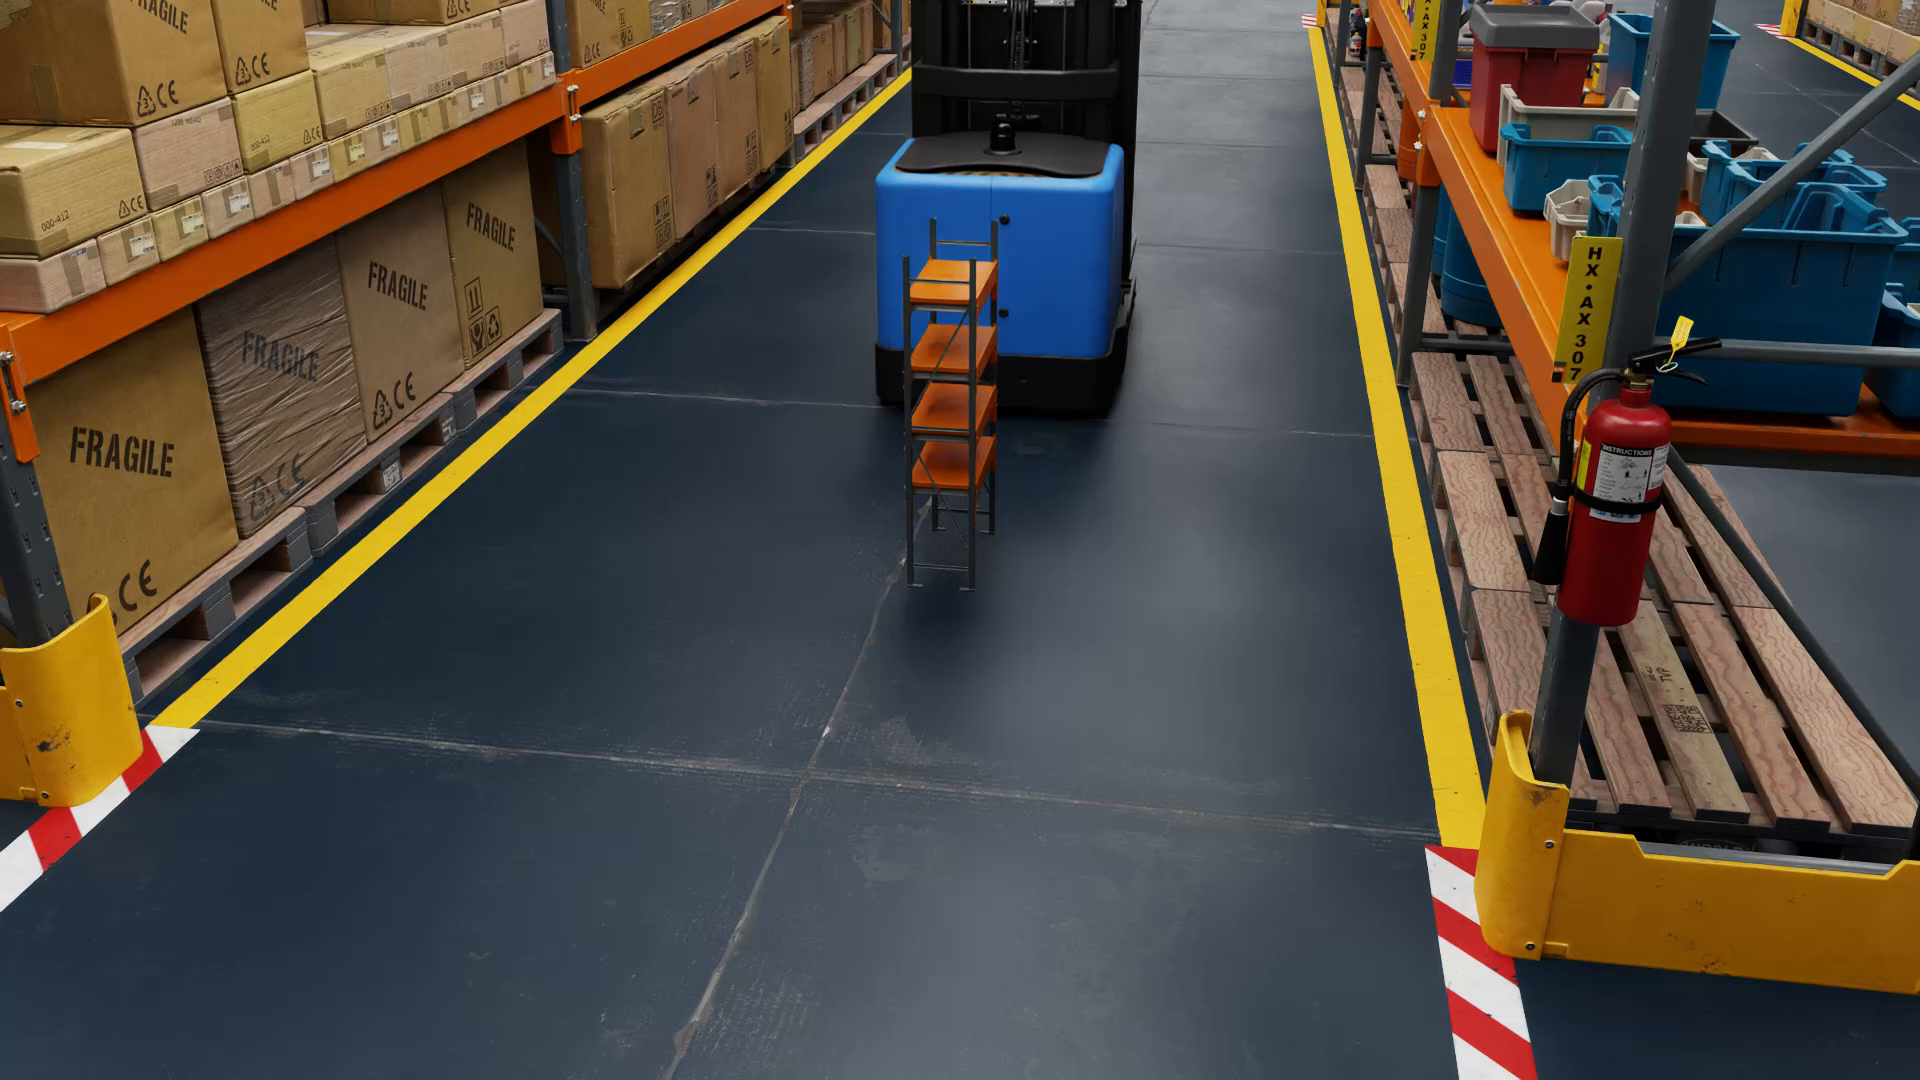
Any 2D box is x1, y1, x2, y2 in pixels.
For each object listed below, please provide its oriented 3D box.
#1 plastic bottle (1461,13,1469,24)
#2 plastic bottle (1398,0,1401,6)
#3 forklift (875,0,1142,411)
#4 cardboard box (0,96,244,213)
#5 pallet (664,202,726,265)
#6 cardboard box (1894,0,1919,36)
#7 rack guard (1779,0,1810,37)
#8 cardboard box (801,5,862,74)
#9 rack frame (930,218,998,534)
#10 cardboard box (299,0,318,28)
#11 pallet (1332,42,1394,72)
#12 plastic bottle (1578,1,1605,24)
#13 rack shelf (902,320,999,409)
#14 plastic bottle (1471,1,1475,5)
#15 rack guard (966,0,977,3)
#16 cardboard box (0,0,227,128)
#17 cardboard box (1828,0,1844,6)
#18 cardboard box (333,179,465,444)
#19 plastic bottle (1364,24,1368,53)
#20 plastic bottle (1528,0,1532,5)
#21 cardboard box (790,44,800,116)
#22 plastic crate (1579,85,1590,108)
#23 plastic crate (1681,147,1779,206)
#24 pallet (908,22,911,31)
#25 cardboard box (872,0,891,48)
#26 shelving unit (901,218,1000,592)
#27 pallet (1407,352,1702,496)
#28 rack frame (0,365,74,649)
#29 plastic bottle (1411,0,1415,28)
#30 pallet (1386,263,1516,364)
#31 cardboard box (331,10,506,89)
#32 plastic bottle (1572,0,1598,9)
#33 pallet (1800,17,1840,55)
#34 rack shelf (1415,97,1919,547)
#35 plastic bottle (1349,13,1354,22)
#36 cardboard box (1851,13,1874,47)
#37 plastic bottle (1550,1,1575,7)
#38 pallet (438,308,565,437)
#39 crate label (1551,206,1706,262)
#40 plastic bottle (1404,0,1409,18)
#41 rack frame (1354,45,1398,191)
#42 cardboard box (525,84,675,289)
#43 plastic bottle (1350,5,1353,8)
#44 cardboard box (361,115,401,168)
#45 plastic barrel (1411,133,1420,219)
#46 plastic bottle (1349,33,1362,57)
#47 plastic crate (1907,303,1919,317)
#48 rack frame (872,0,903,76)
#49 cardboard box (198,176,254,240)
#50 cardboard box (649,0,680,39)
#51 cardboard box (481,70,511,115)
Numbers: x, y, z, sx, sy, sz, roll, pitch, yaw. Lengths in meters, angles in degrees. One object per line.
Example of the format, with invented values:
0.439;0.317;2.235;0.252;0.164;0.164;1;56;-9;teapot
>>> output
2.346;-2.340;7.858;0.152;0.276;0.135;4;25;9;plastic bottle
2.706;-3.384;10.078;0.061;0.283;0.133;4;25;9;plastic bottle
0.346;-2.490;8.112;1.130;2.935;3.031;4;25;7;forklift
-2.576;-1.193;5.087;0.500;0.250;0.500;4;25;8;cardboard box
-2.096;-1.976;10.223;1.003;0.211;1.213;4;25;9;pallet
8.688;-4.760;14.743;0.500;0.500;0.500;4;25;9;cardboard box
9.392;-5.608;17.642;1.175;0.500;0.348;4;25;9;rack guard
-1.256;-4.359;14.454;0.700;0.500;0.500;4;25;8;cardboard box
0.013;-0.576;6.066;0.240;1.200;0.015;4;25;9;rack frame
-2.844;-2.200;6.353;0.500;0.500;0.500;3;25;7;cardboard box
3.999;-4.417;15.438;1.003;0.211;1.213;4;25;9;pallet
3.144;-2.555;8.316;0.152;0.276;0.135;4;25;9;plastic bottle
-0.027;-0.616;5.781;0.258;0.148;0.480;4;25;9;rack shelf
2.555;-2.548;8.308;0.097;0.271;0.097;0;25;0;plastic bottle
-0.397;-6.255;19.022;1.175;0.500;0.348;4;25;9;rack guard
-2.572;-1.524;4.910;0.500;0.500;0.500;3;25;7;cardboard box
9.001;-5.597;16.532;0.500;0.500;0.500;4;25;9;cardboard box
-2.679;-0.981;6.818;0.875;0.875;0.875;4;25;9;cardboard box
3.812;-4.681;15.318;0.144;0.351;0.185;4;25;9;plastic bottle
3.475;-3.297;9.990;0.097;0.201;0.097;0;25;0;plastic bottle
-1.602;-3.421;12.451;0.700;0.500;0.500;3;25;6;cardboard box
2.324;-1.779;6.754;0.396;0.136;0.243;4;25;9;plastic crate
2.553;-1.215;5.548;0.293;0.136;0.466;4;25;9;plastic crate
-0.766;-5.278;17.276;1.003;0.211;1.213;4;25;9;pallet
-0.933;-4.968;15.779;0.500;0.500;0.500;3;25;7;cardboard box
-0.027;-0.474;5.848;0.258;1.200;0.503;4;25;9;shelving unit
2.459;-0.483;7.034;1.003;0.211;1.213;4;25;9;pallet
-2.999;-0.727;4.264;1.000;3.000;0.127;4;25;9;rack frame
2.570;-2.983;9.236;0.097;0.271;0.097;0;25;0;plastic bottle
2.708;-1.113;8.380;1.003;0.211;1.213;4;25;9;pallet
-2.241;-2.047;6.911;0.500;0.250;0.500;5;26;10;cardboard box
3.182;-2.652;8.523;0.152;0.276;0.135;4;25;9;plastic bottle
9.305;-5.145;16.992;1.003;0.211;1.213;4;25;9;pallet
2.214;-0.894;5.471;1.077;0.370;4.000;4;25;9;rack shelf
3.686;-4.812;15.677;0.061;0.283;0.133;6;26;12;plastic bottle
8.834;-4.839;15.798;0.500;0.250;0.500;4;25;9;cardboard box
2.994;-2.565;8.338;0.152;0.276;0.135;4;25;9;plastic bottle
-2.547;-0.824;7.762;1.003;0.211;1.213;4;25;9;pallet
1.925;-0.883;4.839;0.396;0.136;0.243;4;25;9;crate label
2.625;-3.175;9.633;0.061;0.283;0.133;4;25;9;plastic bottle
3.195;-3.729;10.679;1.000;3.000;0.127;4;25;9;rack frame
-2.260;-1.897;8.774;1.225;0.875;0.875;4;25;9;cardboard box
3.826;-5.117;16.343;0.097;0.271;0.097;0;25;0;plastic bottle
-2.324;-1.492;6.195;0.380;0.149;0.250;4;25;9;cardboard box
2.947;-2.149;9.653;0.600;0.588;0.708;4;25;9;plastic barrel
3.600;-4.508;15.124;0.097;0.201;0.097;0;25;0;plastic bottle
2.387;-0.500;4.021;0.250;0.136;0.298;4;25;9;plastic crate
-1.038;-5.746;14.986;1.000;3.000;0.127;4;25;9;rack frame
-2.492;-1.062;5.277;0.380;0.149;0.250;4;25;8;cardboard box
-1.860;-3.040;9.088;0.500;0.500;0.500;3;25;7;cardboard box
-2.156;-1.921;7.111;0.380;0.149;0.250;4;25;8;cardboard box
